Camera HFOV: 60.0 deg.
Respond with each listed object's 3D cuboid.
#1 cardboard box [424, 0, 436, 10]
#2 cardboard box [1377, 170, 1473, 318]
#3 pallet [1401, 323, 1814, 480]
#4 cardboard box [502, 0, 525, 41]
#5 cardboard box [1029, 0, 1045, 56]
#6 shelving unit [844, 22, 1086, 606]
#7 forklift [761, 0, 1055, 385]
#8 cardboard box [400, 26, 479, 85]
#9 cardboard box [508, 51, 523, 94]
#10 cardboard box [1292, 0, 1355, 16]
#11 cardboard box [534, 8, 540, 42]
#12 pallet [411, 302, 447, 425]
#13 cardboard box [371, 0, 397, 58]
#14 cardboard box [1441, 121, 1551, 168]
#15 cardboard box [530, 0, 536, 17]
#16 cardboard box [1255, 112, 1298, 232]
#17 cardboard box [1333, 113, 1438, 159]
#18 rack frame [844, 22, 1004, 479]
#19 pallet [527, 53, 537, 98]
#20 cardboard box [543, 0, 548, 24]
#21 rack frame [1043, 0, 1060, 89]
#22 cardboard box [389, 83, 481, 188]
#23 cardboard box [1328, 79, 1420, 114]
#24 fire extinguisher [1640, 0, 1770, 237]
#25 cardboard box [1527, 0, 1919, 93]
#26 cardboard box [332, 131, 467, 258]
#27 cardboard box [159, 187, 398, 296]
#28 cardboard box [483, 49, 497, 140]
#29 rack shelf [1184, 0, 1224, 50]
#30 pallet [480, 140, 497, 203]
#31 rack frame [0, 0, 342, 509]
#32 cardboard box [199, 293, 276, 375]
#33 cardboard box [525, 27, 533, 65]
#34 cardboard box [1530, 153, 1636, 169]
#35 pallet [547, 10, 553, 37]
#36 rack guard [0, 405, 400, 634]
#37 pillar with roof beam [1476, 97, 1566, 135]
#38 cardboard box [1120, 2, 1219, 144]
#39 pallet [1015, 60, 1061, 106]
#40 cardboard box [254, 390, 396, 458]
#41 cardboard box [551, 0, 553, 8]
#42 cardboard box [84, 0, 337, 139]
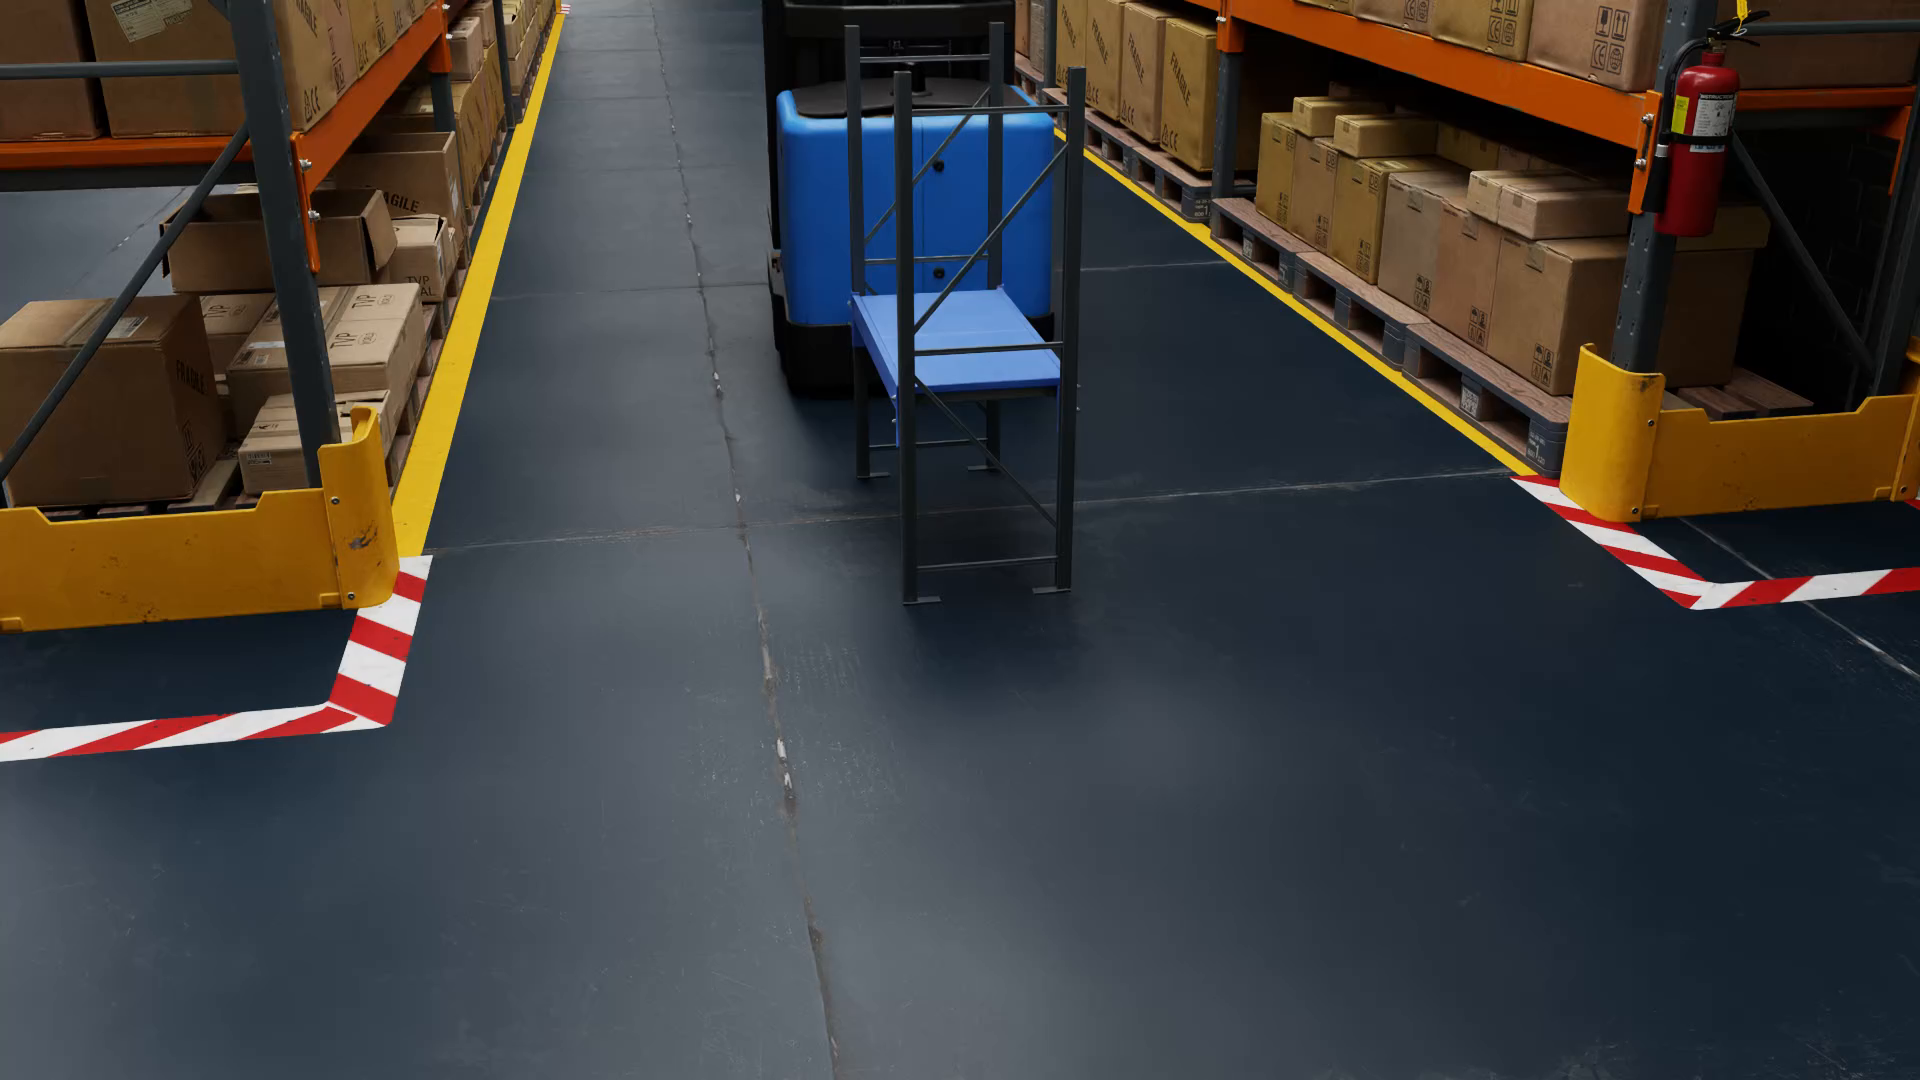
[{"bbox_3d":[-2.642,-2.619,7.374,0.500,0.500,0.500,-4,24,-9],"label":"cardboard box"},{"bbox_3d":[2.207,-1.255,6.974,0.700,0.500,0.500,-5,24,-11],"label":"cardboard box"},{"bbox_3d":[2.396,-0.576,6.306,1.003,0.211,1.213,-4,24,-10],"label":"pallet"},{"bbox_3d":[-3.732,-4.148,13.210,0.500,0.311,0.500,-5,24,-11],"label":"cardboard box"},{"bbox_3d":[0.976,-4.239,13.782,0.700,0.500,0.500,-4,24,-10],"label":"cardboard box"},{"bbox_3d":[-0.016,-0.721,5.027,0.538,1.500,1.048,-4,24,-10],"label":"shelving unit"},{"bbox_3d":[-0.338,-2.498,7.308,1.130,2.935,3.031,-3,24,-7],"label":"forklift"},{"bbox_3d":[-3.022,-2.752,9.441,0.500,0.250,0.500,-4,24,-10],"label":"cardboard box"},{"bbox_3d":[-3.535,-3.484,12.391,0.500,0.250,0.500,-4,24,-10],"label":"cardboard box"},{"bbox_3d":[2.095,-2.754,7.434,0.980,0.700,0.700,-5,24,-11],"label":"cardboard box"},{"bbox_3d":[-4.105,-4.688,15.148,0.500,0.250,0.500,-5,24,-10],"label":"cardboard box"},{"bbox_3d":[-2.632,-0.722,6.639,1.003,0.211,1.213,-4,24,-10],"label":"pallet"},{"bbox_3d":[-2.351,-2.014,5.990,0.500,0.500,0.500,-4,24,-9],"label":"cardboard box"},{"bbox_3d":[2.330,-1.722,7.232,0.380,0.149,0.250,-5,24,-11],"label":"cardboard box"},{"bbox_3d":[-4.007,-4.745,14.576,0.500,0.311,0.500,-4,24,-8],"label":"cardboard box"},{"bbox_3d":[1.918,-1.864,8.369,0.700,0.500,0.500,-4,24,-9],"label":"cardboard box"},{"bbox_3d":[1.899,-1.808,7.430,0.380,0.149,0.250,-5,24,-11],"label":"cardboard box"},{"bbox_3d":[-0.110,-0.921,5.484,0.500,1.500,0.032,-4,24,-10],"label":"rack frame"},{"bbox_3d":[-4.062,-3.852,13.806,1.003,0.211,1.213,-4,24,-10],"label":"pallet"},{"bbox_3d":[-4.341,-5.232,16.392,0.500,0.250,0.500,-4,24,-10],"label":"cardboard box"},{"bbox_3d":[1.141,-4.692,12.246,1.000,3.000,0.127,-4,24,-10],"label":"rack frame"},{"bbox_3d":[-2.946,-2.224,9.169,0.500,0.500,0.500,-4,24,-9],"label":"cardboard box"},{"bbox_3d":[2.087,-2.233,8.403,0.380,0.149,0.250,-4,24,-10],"label":"cardboard box"},{"bbox_3d":[2.195,-1.246,4.917,0.296,0.674,0.183,-4,24,-10],"label":"fire extinguisher"},{"bbox_3d":[2.516,-1.883,5.439,0.980,0.700,0.700,-3,24,-7],"label":"cardboard box"},{"bbox_3d":[-2.603,-1.604,7.748,0.500,0.500,0.500,-4,24,-10],"label":"cardboard box"},{"bbox_3d":[-2.634,-1.070,6.521,0.797,0.503,0.637,-4,24,-10],"label":"cardboard box"},{"bbox_3d":[-3.227,-2.826,10.547,0.500,0.500,0.500,-5,24,-12],"label":"cardboard box"},{"bbox_3d":[1.511,-3.576,10.589,1.077,0.370,4.000,-4,24,-10],"label":"rack shelf"},{"bbox_3d":[-3.403,-2.271,10.186,1.003,0.211,1.213,-4,24,-10],"label":"pallet"},{"bbox_3d":[-2.247,-1.178,4.198,1.000,3.000,0.127,-4,24,-10],"label":"rack frame"},{"bbox_3d":[-2.736,-0.691,5.969,0.500,0.250,0.500,-4,24,-10],"label":"cardboard box"},{"bbox_3d":[-3.825,-4.088,13.773,0.500,0.250,0.500,-4,24,-9],"label":"cardboard box"},{"bbox_3d":[2.472,-1.421,6.544,0.380,0.149,0.250,-4,24,-9],"label":"cardboard box"},{"bbox_3d":[-4.801,-5.417,17.388,1.003,0.211,1.213,-4,24,-10],"label":"pallet"},{"bbox_3d":[-2.261,-0.062,4.767,1.175,0.500,0.348,-4,24,-10],"label":"rack guard"},{"bbox_3d":[-1.370,-5.338,6.230,9.100,9.000,0.400,-4,24,-10],"label":"pillar with roof beam"},{"bbox_3d":[1.466,-2.922,10.353,0.750,0.750,0.750,-4,24,-8],"label":"cardboard box"},{"bbox_3d":[0.998,-3.722,13.508,1.003,0.211,1.213,-4,24,-10],"label":"pallet"},{"bbox_3d":[-2.033,-0.369,5.338,0.380,0.166,0.250,-4,24,-10],"label":"cardboard box"},{"bbox_3d":[-4.618,-5.822,17.743,0.500,0.250,0.500,-4,24,-10],"label":"cardboard box"},{"bbox_3d":[-2.070,-1.417,4.623,0.500,0.500,0.500,-4,24,-9],"label":"cardboard box"}]
